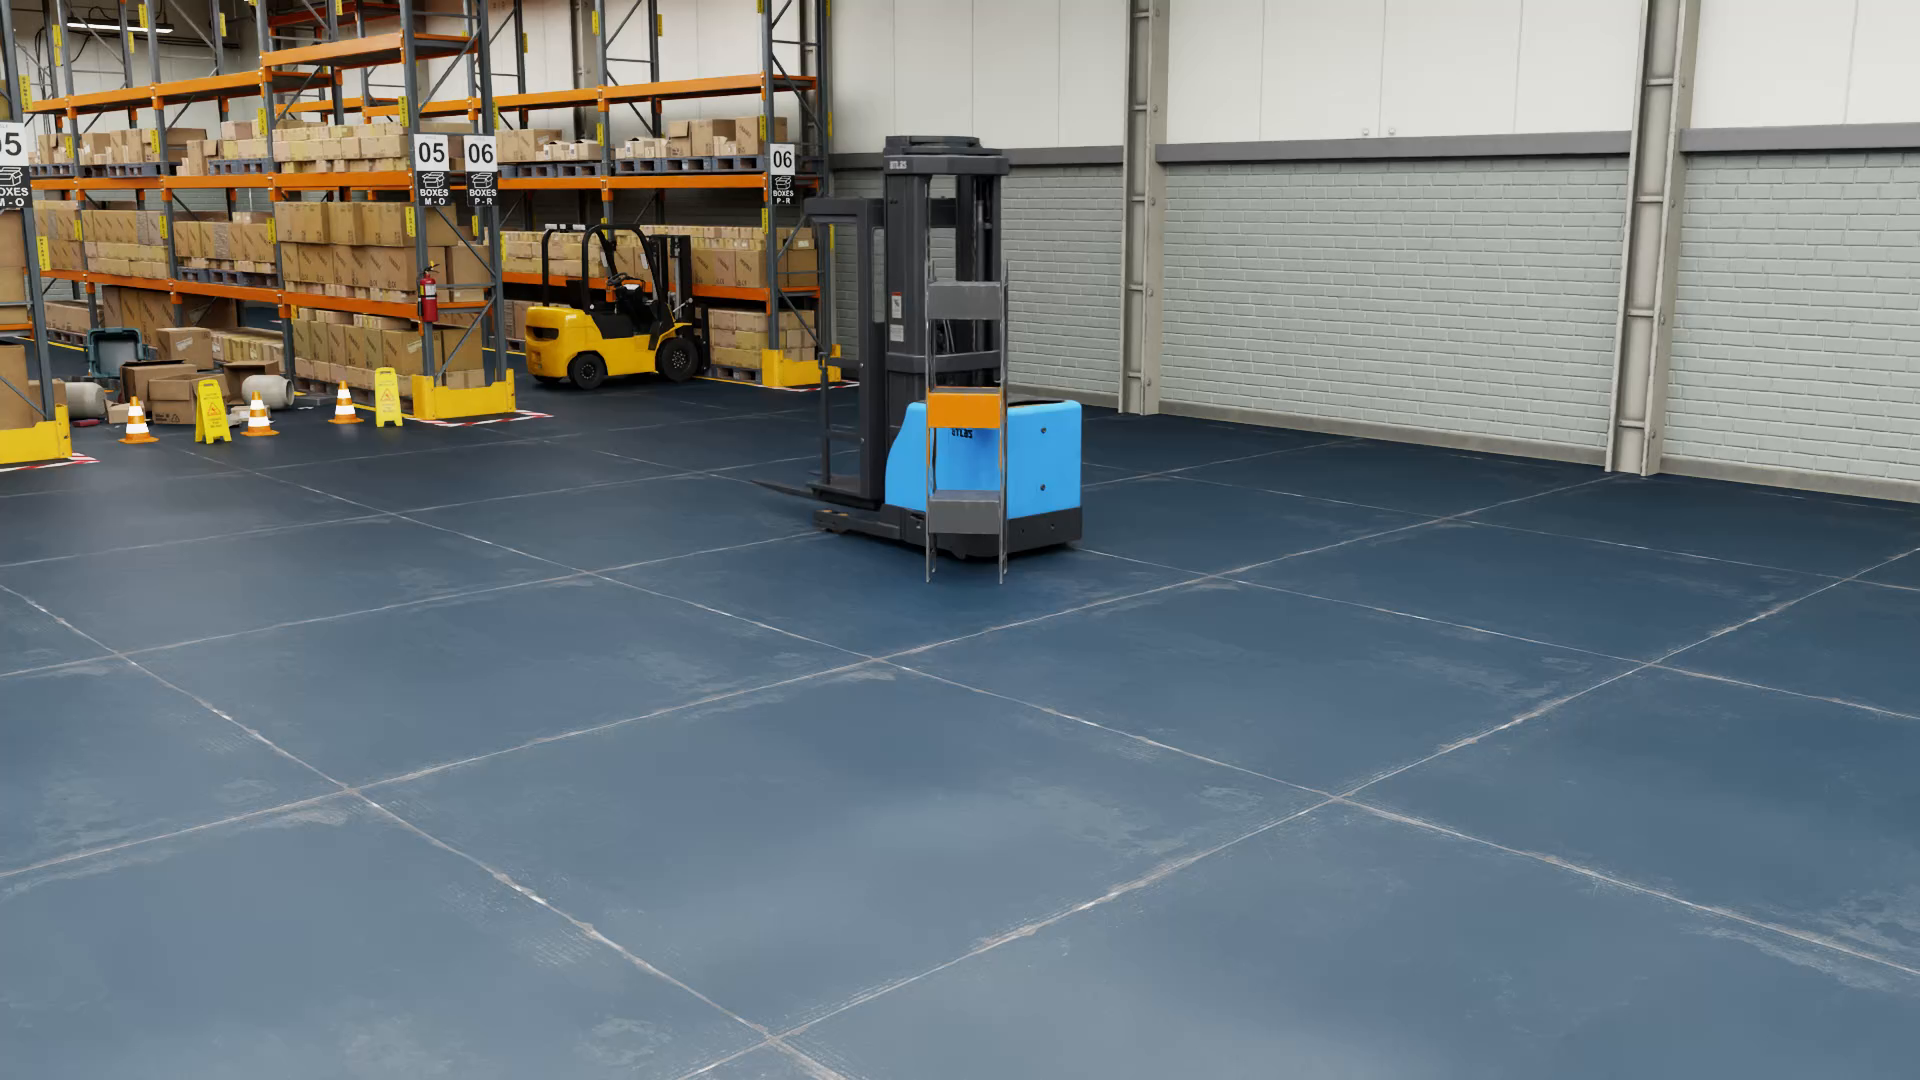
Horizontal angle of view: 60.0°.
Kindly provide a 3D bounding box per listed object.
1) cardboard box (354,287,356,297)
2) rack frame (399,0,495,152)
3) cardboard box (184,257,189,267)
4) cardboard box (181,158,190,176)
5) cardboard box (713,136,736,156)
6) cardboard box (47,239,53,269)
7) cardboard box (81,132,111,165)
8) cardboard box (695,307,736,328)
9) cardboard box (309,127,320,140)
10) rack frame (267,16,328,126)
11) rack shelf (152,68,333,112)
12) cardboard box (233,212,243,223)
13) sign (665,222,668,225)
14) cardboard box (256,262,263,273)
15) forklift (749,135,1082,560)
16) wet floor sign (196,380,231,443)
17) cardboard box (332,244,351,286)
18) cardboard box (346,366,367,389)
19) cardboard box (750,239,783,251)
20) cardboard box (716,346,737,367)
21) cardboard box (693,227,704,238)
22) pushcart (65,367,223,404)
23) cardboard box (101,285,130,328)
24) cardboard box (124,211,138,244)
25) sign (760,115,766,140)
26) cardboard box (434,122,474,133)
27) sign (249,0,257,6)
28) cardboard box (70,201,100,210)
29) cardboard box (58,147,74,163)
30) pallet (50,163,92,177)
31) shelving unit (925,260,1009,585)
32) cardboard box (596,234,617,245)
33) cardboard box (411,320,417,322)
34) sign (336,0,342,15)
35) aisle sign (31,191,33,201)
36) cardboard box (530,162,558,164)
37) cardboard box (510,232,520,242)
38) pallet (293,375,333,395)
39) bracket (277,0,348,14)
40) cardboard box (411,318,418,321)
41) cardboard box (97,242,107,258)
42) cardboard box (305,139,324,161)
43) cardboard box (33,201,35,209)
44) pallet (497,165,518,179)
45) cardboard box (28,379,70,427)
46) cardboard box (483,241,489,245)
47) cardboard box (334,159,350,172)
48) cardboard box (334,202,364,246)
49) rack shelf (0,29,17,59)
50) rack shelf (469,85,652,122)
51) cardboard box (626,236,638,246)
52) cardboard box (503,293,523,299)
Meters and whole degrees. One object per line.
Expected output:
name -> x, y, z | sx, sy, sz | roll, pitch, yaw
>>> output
cardboard box -> -7.229, -3.066, 20.483 | 0.380, 0.149, 0.250 | -11, 16, -43
rack frame -> -5.774, -5.877, 18.636 | 1.000, 3.000, 0.127 | -11, 16, -43
cardboard box -> -11.209, -4.116, 24.536 | 0.250, 0.149, 0.380 | 11, 16, 42
cardboard box -> -11.028, -5.403, 24.101 | 0.396, 0.266, 0.258 | -11, 16, -43
cardboard box -> -3.154, -5.405, 22.821 | 0.396, 0.266, 0.258 | -11, 16, -42
cardboard box -> -15.634, -4.995, 28.976 | 0.500, 0.500, 0.500 | -10, 15, -41
cardboard box -> -13.662, -6.245, 26.567 | 0.500, 0.500, 0.500 | -11, 16, -44
cardboard box -> -3.443, -3.149, 23.560 | 0.500, 0.250, 0.500 | -11, 16, -42
cardboard box -> -7.809, -5.023, 20.570 | 0.250, 0.149, 0.380 | 11, 16, 43
rack frame -> -13.236, -8.904, 33.330 | 1.000, 3.000, 0.127 | -11, 16, -43
rack shelf -> -9.918, -6.204, 23.000 | 1.077, 0.370, 4.000 | -11, 16, -43
cardboard box -> -9.710, -4.412, 22.759 | 0.250, 0.149, 0.380 | 11, 16, 43
sign -> -4.549, -4.755, 25.716 | 0.100, 0.325, 0.005 | -11, 16, -43
cardboard box -> -9.261, -3.683, 22.435 | 0.250, 0.149, 0.380 | 11, 16, 43
forklift -> -0.477, -1.535, 12.599 | 1.130, 2.935, 3.031 | -10, 16, -41
wet floor sign -> -7.832, -1.353, 17.378 | 0.232, 0.644, 0.267 | 8, 14, 35
cardboard box -> -7.370, -3.398, 20.486 | 0.500, 0.500, 0.500 | -11, 16, -42
cardboard box -> -7.244, -2.030, 20.607 | 0.500, 0.250, 0.500 | 11, 16, 43
cardboard box -> -2.629, -4.009, 22.582 | 0.380, 0.149, 0.250 | -11, 16, -42
cardboard box -> -3.076, -2.588, 23.315 | 0.500, 0.250, 0.500 | -11, 16, -43
cardboard box -> -3.540, -4.339, 23.444 | 0.380, 0.149, 0.250 | -10, 16, -41
pushcart -> -10.151, -1.913, 20.762 | 0.936, 0.377, 1.648 | 6, 13, 26
cardboard box -> -13.575, -3.776, 27.529 | 0.875, 0.875, 0.875 | -10, 15, -41
cardboard box -> -12.543, -4.831, 25.701 | 0.500, 0.500, 0.500 | -11, 16, -43
sign -> -2.589, -5.421, 21.861 | 0.100, 0.325, 0.005 | -11, 16, -43
cardboard box -> -5.872, -4.756, 19.274 | 0.380, 0.149, 0.250 | -11, 16, -43
sign -> -8.934, -6.918, 20.980 | 0.100, 0.325, 0.005 | -11, 16, -43
cardboard box -> -14.504, -5.547, 27.569 | 0.380, 0.149, 0.250 | -11, 16, -44
cardboard box -> -14.734, -6.397, 27.637 | 0.396, 0.266, 0.258 | -10, 15, -41
pallet -> -14.619, -6.237, 28.035 | 1.003, 0.211, 1.213 | -11, 16, -43
shelving unit -> 0.049, -0.779, 10.991 | 0.503, 2.100, 0.431 | 1, 12, 6
cardboard box -> -5.345, -4.600, 25.452 | 0.380, 0.149, 0.250 | -10, 15, -41
cardboard box -> -7.228, -2.552, 21.277 | 0.500, 0.500, 0.500 | -10, 15, -40
sign -> -8.131, -7.030, 21.722 | 0.100, 0.325, 0.005 | -11, 16, -43
aisle sign -> -17.083, -6.517, 30.168 | 0.394, 0.787, 0.004 | -11, 16, -43
cardboard box -> -7.026, -6.379, 27.589 | 0.500, 0.250, 0.500 | -11, 16, -43
cardboard box -> -7.133, -4.969, 27.239 | 0.380, 0.149, 0.250 | -11, 16, -42
pallet -> -8.047, -2.064, 21.905 | 1.003, 0.211, 1.213 | -11, 16, -43
bracket -> -12.625, -10.698, 33.116 | 0.076, 0.066, 4.783 | -11, 16, -43
cardboard box -> -9.586, -4.112, 30.090 | 0.500, 0.500, 0.500 | 11, 16, 43
cardboard box -> -13.581, -4.686, 26.854 | 0.500, 0.250, 0.500 | -11, 16, -42
cardboard box -> -7.731, -4.813, 20.538 | 0.500, 0.250, 0.500 | -11, 16, -42
cardboard box -> -16.255, -5.922, 29.387 | 0.250, 0.149, 0.380 | 11, 16, 43
pallet -> -7.178, -6.089, 27.565 | 1.213, 0.211, 1.003 | -10, 15, -40
cardboard box -> -10.233, -1.511, 18.502 | 0.500, 0.500, 0.500 | -8, 14, -33
cardboard box -> -7.600, -4.868, 27.737 | 0.500, 0.250, 0.500 | -11, 16, -43
cardboard box -> -7.316, -4.516, 20.086 | 0.380, 0.149, 0.250 | -11, 16, -43
cardboard box -> -7.055, -3.802, 19.970 | 0.700, 0.500, 0.500 | -11, 16, -43
rack shelf -> -10.666, -4.916, 16.746 | 1.077, 0.370, 4.000 | -11, 16, -43
rack shelf -> -6.330, -6.897, 26.360 | 1.077, 0.370, 4.000 | -11, 16, -43
cardboard box -> -4.739, -4.461, 24.774 | 0.380, 0.149, 0.250 | -10, 16, -41
cardboard box -> -7.846, -4.217, 28.993 | 0.380, 0.149, 0.250 | -10, 15, -40
